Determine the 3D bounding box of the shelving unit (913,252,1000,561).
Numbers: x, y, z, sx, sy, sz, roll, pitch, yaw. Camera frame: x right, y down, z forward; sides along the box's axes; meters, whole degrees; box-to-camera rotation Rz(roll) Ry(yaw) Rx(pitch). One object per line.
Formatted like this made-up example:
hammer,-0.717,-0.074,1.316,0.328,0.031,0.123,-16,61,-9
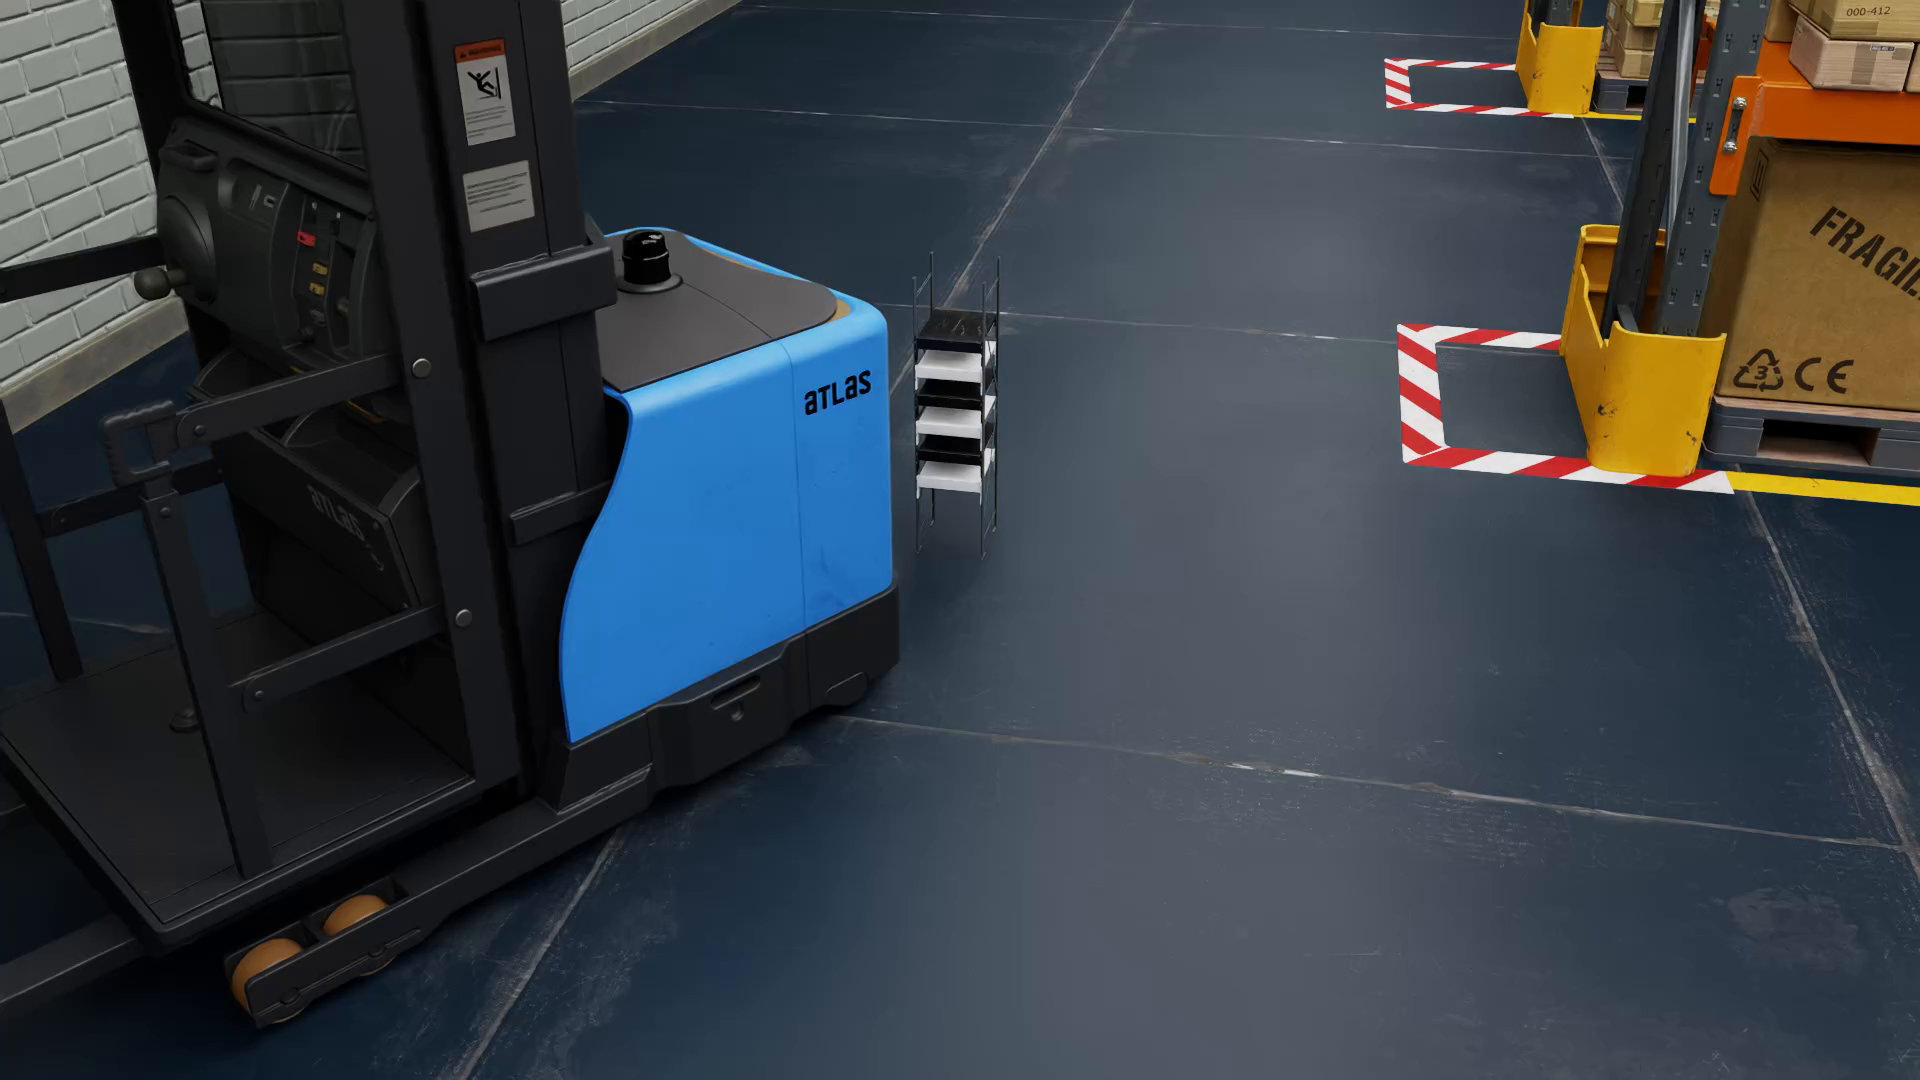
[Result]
shelving unit,-0.008,-0.396,5.035,0.210,0.900,0.258,6,29,11

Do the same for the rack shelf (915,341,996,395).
rack shelf,-0.008,-0.524,4.965,0.200,0.077,0.258,6,29,11

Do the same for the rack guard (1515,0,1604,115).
rack guard,3.680,-3.025,10.255,0.348,0.500,1.175,6,29,11

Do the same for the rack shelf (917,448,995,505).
rack shelf,-0.008,-0.208,5.138,0.200,0.077,0.258,6,29,11

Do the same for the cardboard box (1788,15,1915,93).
cardboard box,2.750,-1.509,5.144,0.250,0.149,0.380,6,29,11

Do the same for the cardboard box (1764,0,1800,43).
cardboard box,2.888,-1.819,5.710,0.250,0.149,0.380,6,29,12

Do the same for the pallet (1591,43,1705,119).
pallet,4.467,-2.800,10.145,1.213,0.211,1.003,6,29,11

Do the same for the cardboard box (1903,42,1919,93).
cardboard box,3.001,-1.484,5.099,0.250,0.149,0.380,5,29,10

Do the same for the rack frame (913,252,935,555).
rack frame,-0.107,-0.406,5.054,0.006,0.900,0.240,6,29,11

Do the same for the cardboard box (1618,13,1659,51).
cardboard box,4.065,-3.020,9.864,0.250,0.149,0.380,7,29,13

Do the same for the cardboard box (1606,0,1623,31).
cardboard box,4.182,-3.274,10.329,0.250,0.149,0.380,5,29,9

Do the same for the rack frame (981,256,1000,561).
rack frame,0.091,-0.385,5.017,0.006,0.900,0.240,6,29,11

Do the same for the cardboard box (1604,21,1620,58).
cardboard box,4.164,-3.108,10.335,0.250,0.149,0.380,6,29,11

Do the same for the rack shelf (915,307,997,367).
rack shelf,-0.008,-0.603,4.922,0.200,0.077,0.258,6,29,11

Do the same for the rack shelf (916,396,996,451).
rack shelf,-0.008,-0.366,5.051,0.200,0.077,0.258,6,29,11

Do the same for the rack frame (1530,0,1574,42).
rack frame,3.606,-4.129,9.668,0.127,3.000,1.000,6,29,11

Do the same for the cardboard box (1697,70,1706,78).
cardboard box,4.325,-2.872,9.904,0.250,0.149,0.380,6,29,10

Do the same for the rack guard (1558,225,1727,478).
rack guard,2.448,-0.716,6.037,0.348,0.500,1.175,6,29,11

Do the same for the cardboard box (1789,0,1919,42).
cardboard box,2.884,-1.700,5.077,0.500,0.250,0.500,5,29,9

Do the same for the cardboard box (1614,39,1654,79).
cardboard box,4.051,-2.860,9.882,0.250,0.149,0.380,6,29,12

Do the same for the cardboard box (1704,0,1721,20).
cardboard box,4.342,-3.140,9.775,0.250,0.149,0.380,6,29,11

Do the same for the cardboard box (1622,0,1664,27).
cardboard box,4.047,-3.112,9.722,0.250,0.149,0.380,5,29,8

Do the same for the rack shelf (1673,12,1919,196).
rack shelf,4.427,-1.294,5.239,4.000,0.370,1.077,6,29,11

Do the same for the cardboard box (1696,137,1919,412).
cardboard box,3.114,-1.035,5.793,0.875,0.875,0.875,6,29,11

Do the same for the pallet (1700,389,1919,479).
pallet,3.270,-0.543,6.022,1.213,0.211,1.003,6,29,11

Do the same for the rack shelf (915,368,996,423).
rack shelf,-0.008,-0.445,5.008,0.200,0.077,0.258,6,29,11

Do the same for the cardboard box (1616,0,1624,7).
cardboard box,4.177,-3.390,10.230,0.250,0.149,0.380,6,29,11

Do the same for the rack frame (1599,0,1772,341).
rack frame,2.471,-1.810,5.432,0.127,3.000,1.000,6,29,11

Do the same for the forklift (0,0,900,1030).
forklift,-1.561,-0.572,3.242,3.031,2.935,1.130,-26,38,-38

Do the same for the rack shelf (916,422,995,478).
rack shelf,-0.008,-0.287,5.095,0.200,0.077,0.258,6,29,11
